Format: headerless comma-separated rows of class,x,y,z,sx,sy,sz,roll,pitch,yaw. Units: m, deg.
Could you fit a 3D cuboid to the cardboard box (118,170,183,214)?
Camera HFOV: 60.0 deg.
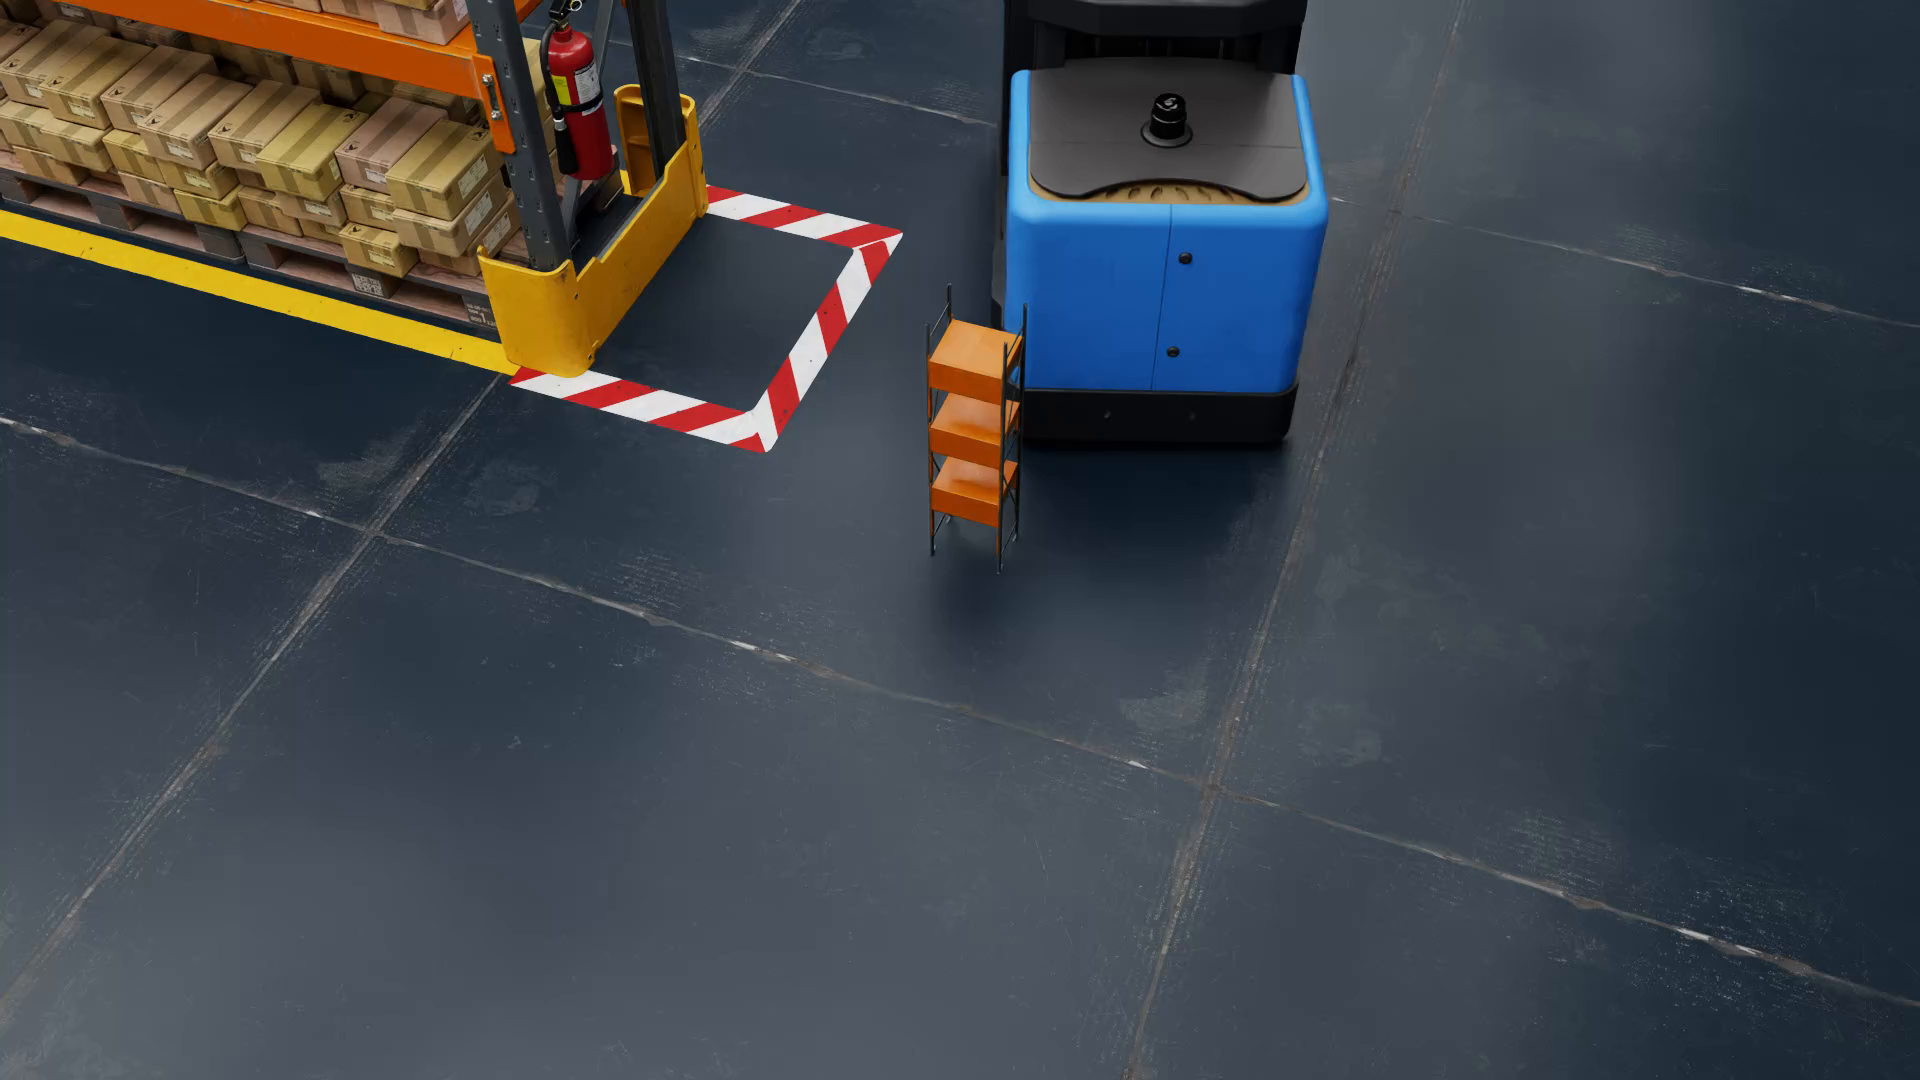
cardboard box,-3.131,-1.503,6.676,0.250,0.149,0.380,17,51,14

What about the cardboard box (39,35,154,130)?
cardboard box,-3.368,-1.801,6.541,0.250,0.149,0.380,16,51,13

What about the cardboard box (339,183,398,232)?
cardboard box,-2.145,-1.363,6.358,0.250,0.149,0.380,15,51,12

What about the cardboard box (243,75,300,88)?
cardboard box,-2.709,-1.899,6.823,0.250,0.149,0.380,13,50,11

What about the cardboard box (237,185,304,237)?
cardboard box,-2.621,-1.394,6.582,0.250,0.149,0.380,16,51,13

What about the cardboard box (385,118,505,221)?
cardboard box,-1.909,-1.377,6.174,0.250,0.149,0.380,16,51,14

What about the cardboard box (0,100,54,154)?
cardboard box,-3.621,-1.733,6.679,0.250,0.149,0.380,15,51,13

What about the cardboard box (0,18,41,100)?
cardboard box,-3.870,-1.906,6.632,0.250,0.149,0.380,17,51,14

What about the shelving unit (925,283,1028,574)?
shelving unit,0.050,-0.330,5.341,0.252,1.050,0.215,16,51,13

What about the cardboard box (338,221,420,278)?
cardboard box,-2.167,-1.209,6.421,0.250,0.149,0.380,17,51,14

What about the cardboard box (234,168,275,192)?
cardboard box,-2.623,-1.535,6.507,0.250,0.149,0.380,15,51,13

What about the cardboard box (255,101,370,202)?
cardboard box,-2.412,-1.461,6.247,0.250,0.149,0.380,15,51,12

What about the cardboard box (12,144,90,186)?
cardboard box,-3.615,-1.637,6.792,0.250,0.149,0.380,14,51,12

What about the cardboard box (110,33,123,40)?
cardboard box,-3.464,-2.119,7.013,0.250,0.149,0.380,13,50,11

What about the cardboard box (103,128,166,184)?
cardboard box,-3.131,-1.598,6.562,0.250,0.149,0.380,18,51,15

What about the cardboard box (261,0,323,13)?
cardboard box,-2.189,-1.969,5.638,0.250,0.149,0.380,15,51,13

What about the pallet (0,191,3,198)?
pallet,-4.434,-2.003,7.346,1.213,0.211,1.003,16,51,13

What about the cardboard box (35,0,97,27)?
cardboard box,-3.661,-2.329,6.999,0.250,0.149,0.380,13,50,11

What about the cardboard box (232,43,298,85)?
cardboard box,-2.709,-2.025,6.735,0.250,0.149,0.380,17,51,15

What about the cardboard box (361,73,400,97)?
cardboard box,-2.190,-1.940,6.661,0.250,0.149,0.380,15,51,13

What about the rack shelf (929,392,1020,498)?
rack shelf,0.050,-0.323,5.349,0.240,0.259,0.215,16,51,13

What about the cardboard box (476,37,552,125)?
cardboard box,-1.698,-1.796,6.537,0.250,0.149,0.380,14,50,11

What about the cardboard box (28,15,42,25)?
cardboard box,-3.954,-2.256,7.132,0.250,0.149,0.380,16,51,13

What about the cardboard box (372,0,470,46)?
cardboard box,-1.728,-1.822,5.511,0.250,0.149,0.380,16,51,13

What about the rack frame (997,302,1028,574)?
rack frame,0.165,-0.298,5.313,0.008,1.050,0.200,16,51,13

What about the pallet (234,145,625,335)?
pallet,-2.146,-1.364,6.792,1.213,0.211,1.003,16,51,13

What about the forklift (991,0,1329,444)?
forklift,0.711,-2.410,5.899,1.130,2.935,3.031,1,49,1

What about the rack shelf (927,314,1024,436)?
rack shelf,0.050,-0.509,5.135,0.240,0.259,0.215,16,51,13

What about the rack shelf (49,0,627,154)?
rack shelf,-3.201,-2.308,6.241,4.000,0.370,1.077,16,51,13

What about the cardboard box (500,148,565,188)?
cardboard box,-1.705,-1.587,6.749,0.250,0.149,0.380,17,51,14

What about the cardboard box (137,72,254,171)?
cardboard box,-2.904,-1.605,6.371,0.250,0.149,0.380,17,51,14

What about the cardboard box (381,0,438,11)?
cardboard box,-1.835,-2.085,5.309,0.500,0.500,0.500,17,51,14

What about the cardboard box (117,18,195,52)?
cardboard box,-3.209,-2.125,6.821,0.250,0.149,0.380,16,51,13

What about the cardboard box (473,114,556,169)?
cardboard box,-1.727,-1.640,6.598,0.250,0.149,0.380,18,51,15

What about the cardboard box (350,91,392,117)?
cardboard box,-2.225,-1.753,6.696,0.250,0.149,0.380,16,51,14
